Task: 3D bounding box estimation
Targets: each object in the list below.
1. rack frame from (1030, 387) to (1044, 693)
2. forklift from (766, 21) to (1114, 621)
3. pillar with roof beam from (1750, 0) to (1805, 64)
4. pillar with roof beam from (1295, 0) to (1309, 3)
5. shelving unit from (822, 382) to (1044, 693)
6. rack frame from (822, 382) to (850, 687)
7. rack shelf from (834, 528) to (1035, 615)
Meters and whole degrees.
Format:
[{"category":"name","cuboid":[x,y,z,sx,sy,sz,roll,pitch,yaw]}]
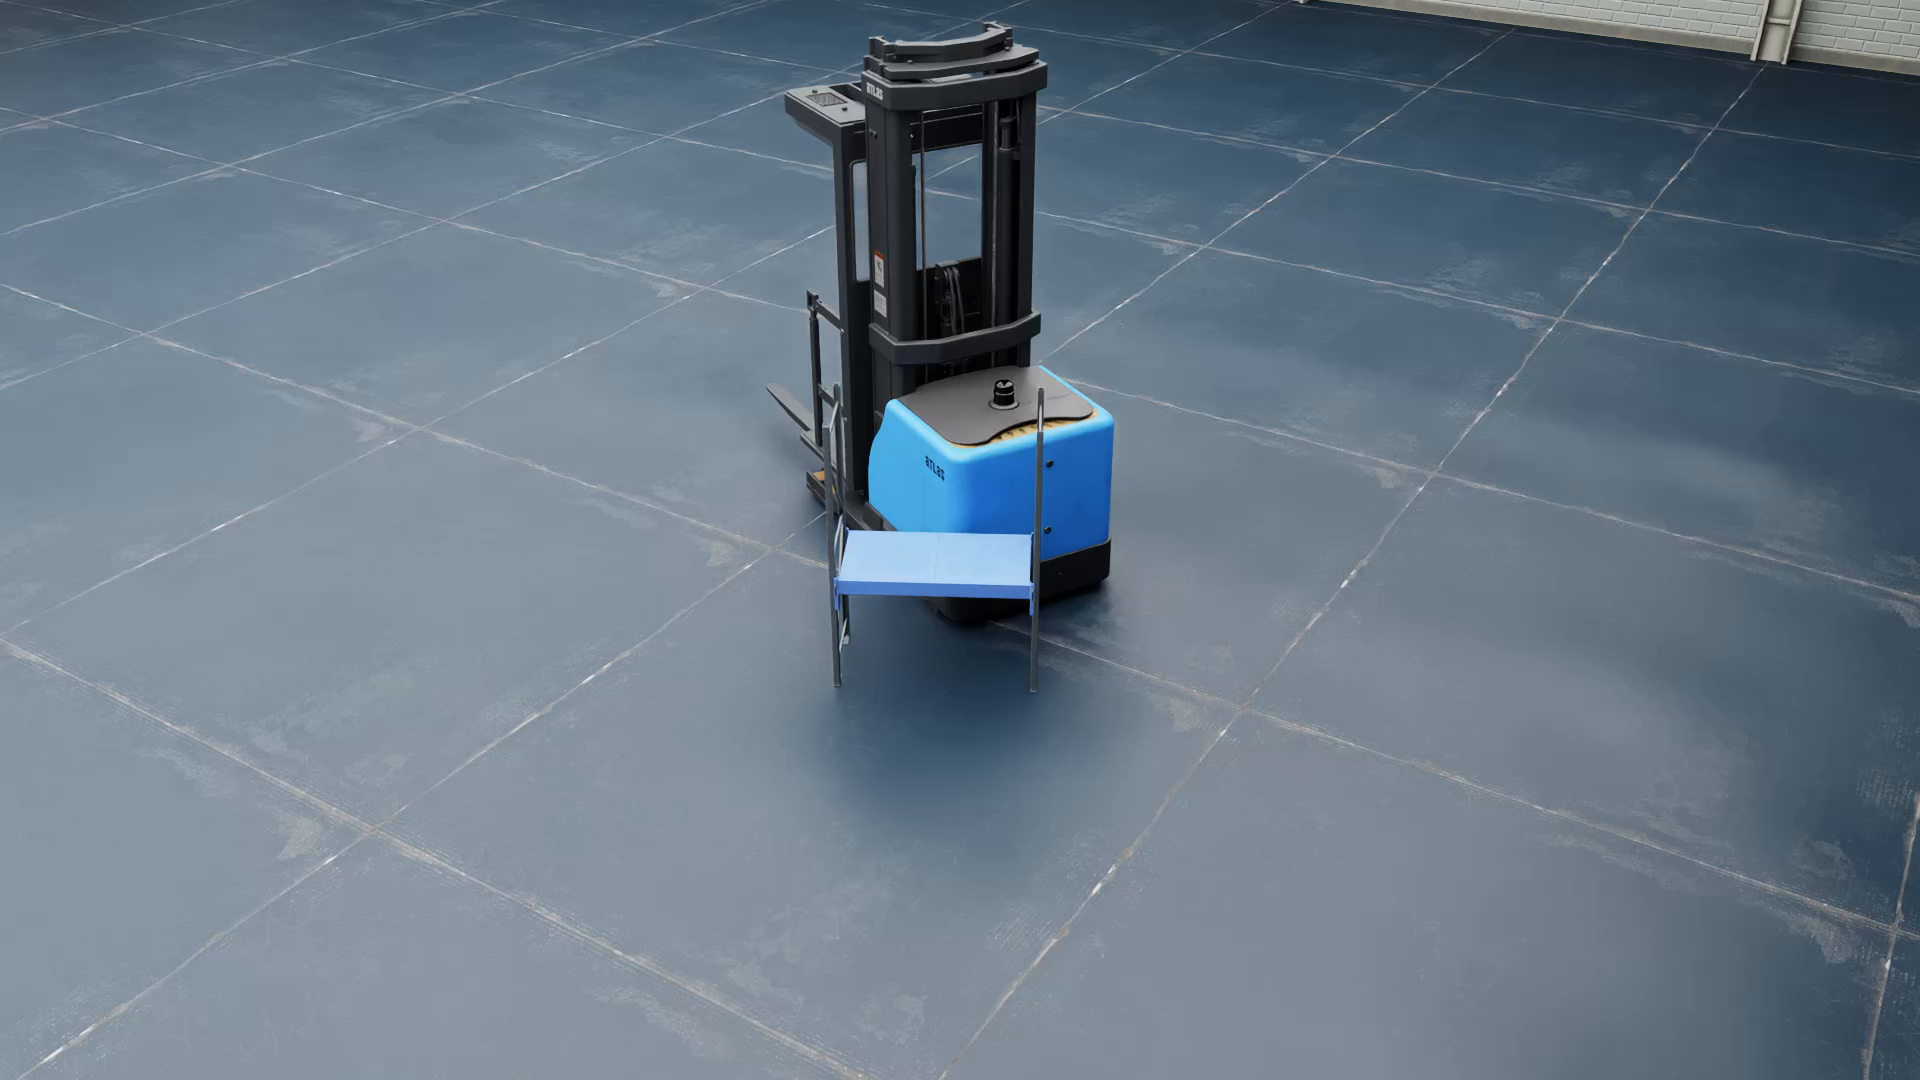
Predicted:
[{"category":"rack frame","cuboid":[0.390,0.014,8.410,0.032,1.500,0.500,1,30,2]},{"category":"forklift","cuboid":[-0.299,-1.541,9.656,1.130,2.935,3.031,-15,34,-24]},{"category":"pillar with roof beam","cuboid":[7.297,-7.735,14.250,0.400,9.000,9.100,18,35,27]},{"category":"pillar with roof beam","cuboid":[2.215,-9.342,17.006,0.400,9.000,9.100,18,35,27]},{"category":"shelving unit","cuboid":[-0.117,0.001,8.432,1.048,1.500,0.538,1,30,2]},{"category":"rack frame","cuboid":[-0.625,-0.012,8.454,0.032,1.500,0.500,1,30,2]},{"category":"rack shelf","cuboid":[-0.117,0.157,8.523,1.000,0.185,0.538,1,30,2]}]
